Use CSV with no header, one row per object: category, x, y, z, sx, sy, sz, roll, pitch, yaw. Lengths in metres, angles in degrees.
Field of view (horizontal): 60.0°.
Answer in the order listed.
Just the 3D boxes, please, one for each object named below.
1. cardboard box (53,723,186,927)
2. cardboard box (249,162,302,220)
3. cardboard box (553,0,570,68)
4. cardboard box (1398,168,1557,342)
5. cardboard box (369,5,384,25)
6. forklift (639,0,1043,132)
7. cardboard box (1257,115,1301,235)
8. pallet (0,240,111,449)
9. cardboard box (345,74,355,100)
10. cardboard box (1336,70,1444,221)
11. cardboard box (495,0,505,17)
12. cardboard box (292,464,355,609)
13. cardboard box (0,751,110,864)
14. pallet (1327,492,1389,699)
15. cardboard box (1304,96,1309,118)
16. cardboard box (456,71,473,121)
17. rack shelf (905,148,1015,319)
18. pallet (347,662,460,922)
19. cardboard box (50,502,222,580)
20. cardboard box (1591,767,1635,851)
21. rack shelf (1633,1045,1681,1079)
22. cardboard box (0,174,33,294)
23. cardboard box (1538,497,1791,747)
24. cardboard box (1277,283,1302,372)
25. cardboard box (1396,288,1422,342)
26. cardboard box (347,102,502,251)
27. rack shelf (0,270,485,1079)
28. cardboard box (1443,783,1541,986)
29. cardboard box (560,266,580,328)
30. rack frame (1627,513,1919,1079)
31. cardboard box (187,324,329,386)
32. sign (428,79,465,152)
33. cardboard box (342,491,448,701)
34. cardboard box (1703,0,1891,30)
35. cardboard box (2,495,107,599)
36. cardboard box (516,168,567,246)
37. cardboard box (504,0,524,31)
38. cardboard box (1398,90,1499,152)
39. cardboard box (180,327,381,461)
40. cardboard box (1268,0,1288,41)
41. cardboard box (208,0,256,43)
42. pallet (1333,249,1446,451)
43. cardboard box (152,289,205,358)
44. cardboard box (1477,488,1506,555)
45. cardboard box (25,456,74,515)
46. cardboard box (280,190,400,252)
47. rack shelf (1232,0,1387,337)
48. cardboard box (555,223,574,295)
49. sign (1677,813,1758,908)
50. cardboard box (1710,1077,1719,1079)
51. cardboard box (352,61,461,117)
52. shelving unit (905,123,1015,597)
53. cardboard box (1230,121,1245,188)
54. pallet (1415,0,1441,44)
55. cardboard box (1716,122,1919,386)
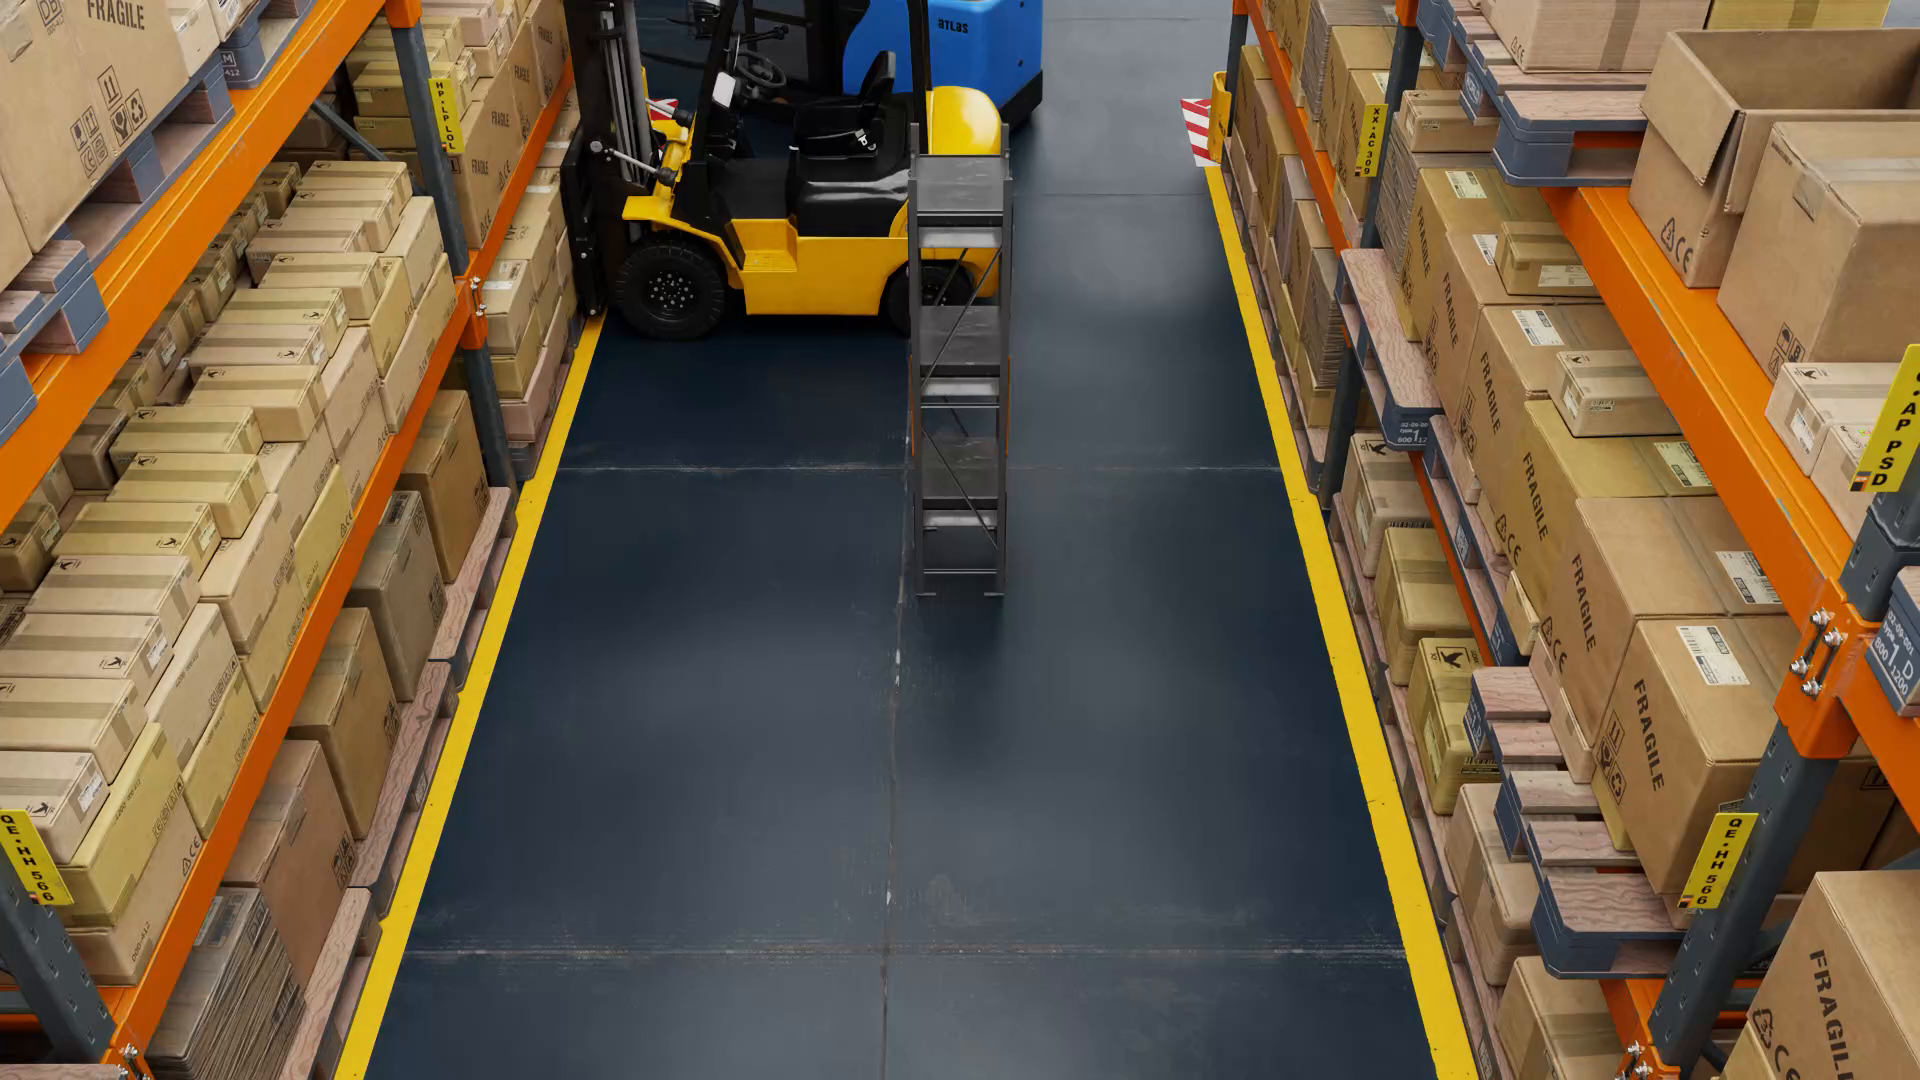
cardboard box,-2.414,0.745,4.388,0.500,0.250,0.500,0,39,0
cardboard box,-2.901,-1.415,6.764,0.380,0.149,0.250,-1,39,-1
cardboard box,-2.436,-2.930,9.174,0.500,0.500,0.500,-1,39,-1
cardboard box,1.992,-1.061,6.267,0.500,0.500,0.500,0,39,0
cardboard box,-3.005,-2.591,7.994,0.380,0.149,0.250,-1,39,-1
forklift,-0.977,-4.346,11.075,3.031,2.935,1.130,17,42,20
cardboard box,1.994,-2.073,9.447,0.500,0.500,0.500,1,39,1
pallet,-2.773,-0.362,3.801,1.213,0.211,1.003,2,39,2
cardboard box,-2.971,-2.157,7.690,0.380,0.149,0.250,1,39,1
cardboard box,2.027,-1.781,7.502,0.500,0.500,0.500,-1,39,-1
cardboard box,-2.416,-2.597,8.000,0.380,0.149,0.250,-1,39,-1
cardboard box,-2.441,-0.021,5.743,0.500,0.250,0.500,1,39,1
cardboard box,-2.388,0.667,4.166,0.380,0.149,0.250,1,39,1
pallet,2.279,0.227,7.544,1.003,0.211,1.213,0,39,0
cardboard box,1.997,-2.246,8.601,0.380,0.149,0.250,-1,39,-1
cardboard box,-2.426,-1.996,7.489,0.380,0.149,0.250,1,39,1
rack shelf,0.000,-1.251,6.781,0.431,0.518,0.480,0,39,0
pallet,-2.643,0.971,6.615,1.003,0.211,1.213,0,39,0
cardboard box,-2.459,0.019,4.974,0.380,0.149,0.250,0,39,0
cardboard box,1.973,0.715,4.570,0.380,0.149,0.250,1,39,1
rack shelf,2.284,2.684,2.822,1.077,0.370,4.000,0,39,0
cardboard box,-2.440,-0.707,3.584,0.500,0.500,0.500,0,39,0
cardboard box,1.991,0.227,4.660,0.500,0.500,0.500,-1,39,-1
cardboard box,1.997,-1.142,8.885,0.500,0.250,0.500,-1,39,-1
cardboard box,1.953,-0.912,6.600,0.380,0.149,0.250,1,39,1
cardboard box,-2.426,-1.659,7.587,0.500,0.500,0.500,-1,39,-1
rack shelf,-2.685,0.189,5.936,1.077,0.370,4.000,0,39,0
cardboard box,2.282,1.200,5.865,0.950,0.372,0.625,-1,39,-1
cardboard box,-2.389,-1.375,9.175,0.500,0.250,0.500,1,39,1
rack frame,2.281,1.153,4.158,1.000,3.000,0.127,0,39,0
cardboard box,-2.434,-0.622,5.774,0.380,0.149,0.250,0,39,0
sign,-2.144,-1.770,6.943,0.100,0.325,0.005,0,39,0
cardboard box,-2.682,0.232,6.871,0.875,0.625,0.625,0,39,0
cardboard box,2.417,-1.624,5.009,0.500,0.250,0.500,0,39,1
cardboard box,-2.961,0.109,5.181,0.500,0.250,0.500,0,39,0
cardboard box,-2.376,-1.757,8.853,0.500,0.250,0.500,1,39,1
cardboard box,-2.397,-2.635,8.286,0.380,0.149,0.250,-1,39,-1
cardboard box,1.924,-1.626,6.454,0.380,0.149,0.250,0,39,0
cardboard box,-2.428,-0.531,5.979,0.500,0.250,0.500,1,39,1
cardboard box,2.001,-3.066,9.105,0.500,0.500,0.500,-1,39,-1
cardboard box,-2.442,-1.749,5.036,0.500,0.311,0.500,-1,39,-2
pallet,2.132,-0.795,6.743,1.003,0.211,1.213,0,39,0
cardboard box,-2.958,-0.775,5.966,0.380,0.149,0.250,0,39,0
cardboard box,1.965,-0.087,5.570,0.380,0.149,0.250,-1,39,-1
cardboard box,-3.013,-0.135,5.167,0.380,0.149,0.250,-1,39,-1
cardboard box,-2.446,-1.260,6.570,0.380,0.149,0.250,-1,39,-1
rack shelf,2.274,-2.318,9.065,1.077,0.370,4.000,0,39,0
cardboard box,-2.370,-1.560,9.007,0.500,0.250,0.500,0,39,0
sign,1.739,0.738,3.813,0.100,0.325,0.005,0,39,0
cardboard box,2.030,1.518,3.823,0.500,0.250,0.500,-1,39,-1
cardboard box,-2.391,-1.950,7.194,0.380,0.149,0.250,1,39,1
shelving unit,0.000,-0.716,7.210,0.431,2.100,0.503,0,39,0
cardboard box,1.996,-2.436,10.500,0.500,0.250,0.500,0,39,0
pallet,2.171,-2.059,5.918,1.213,0.211,1.003,0,39,0
cardboard box,2.290,-0.649,3.928,0.700,0.500,0.500,0,39,0
